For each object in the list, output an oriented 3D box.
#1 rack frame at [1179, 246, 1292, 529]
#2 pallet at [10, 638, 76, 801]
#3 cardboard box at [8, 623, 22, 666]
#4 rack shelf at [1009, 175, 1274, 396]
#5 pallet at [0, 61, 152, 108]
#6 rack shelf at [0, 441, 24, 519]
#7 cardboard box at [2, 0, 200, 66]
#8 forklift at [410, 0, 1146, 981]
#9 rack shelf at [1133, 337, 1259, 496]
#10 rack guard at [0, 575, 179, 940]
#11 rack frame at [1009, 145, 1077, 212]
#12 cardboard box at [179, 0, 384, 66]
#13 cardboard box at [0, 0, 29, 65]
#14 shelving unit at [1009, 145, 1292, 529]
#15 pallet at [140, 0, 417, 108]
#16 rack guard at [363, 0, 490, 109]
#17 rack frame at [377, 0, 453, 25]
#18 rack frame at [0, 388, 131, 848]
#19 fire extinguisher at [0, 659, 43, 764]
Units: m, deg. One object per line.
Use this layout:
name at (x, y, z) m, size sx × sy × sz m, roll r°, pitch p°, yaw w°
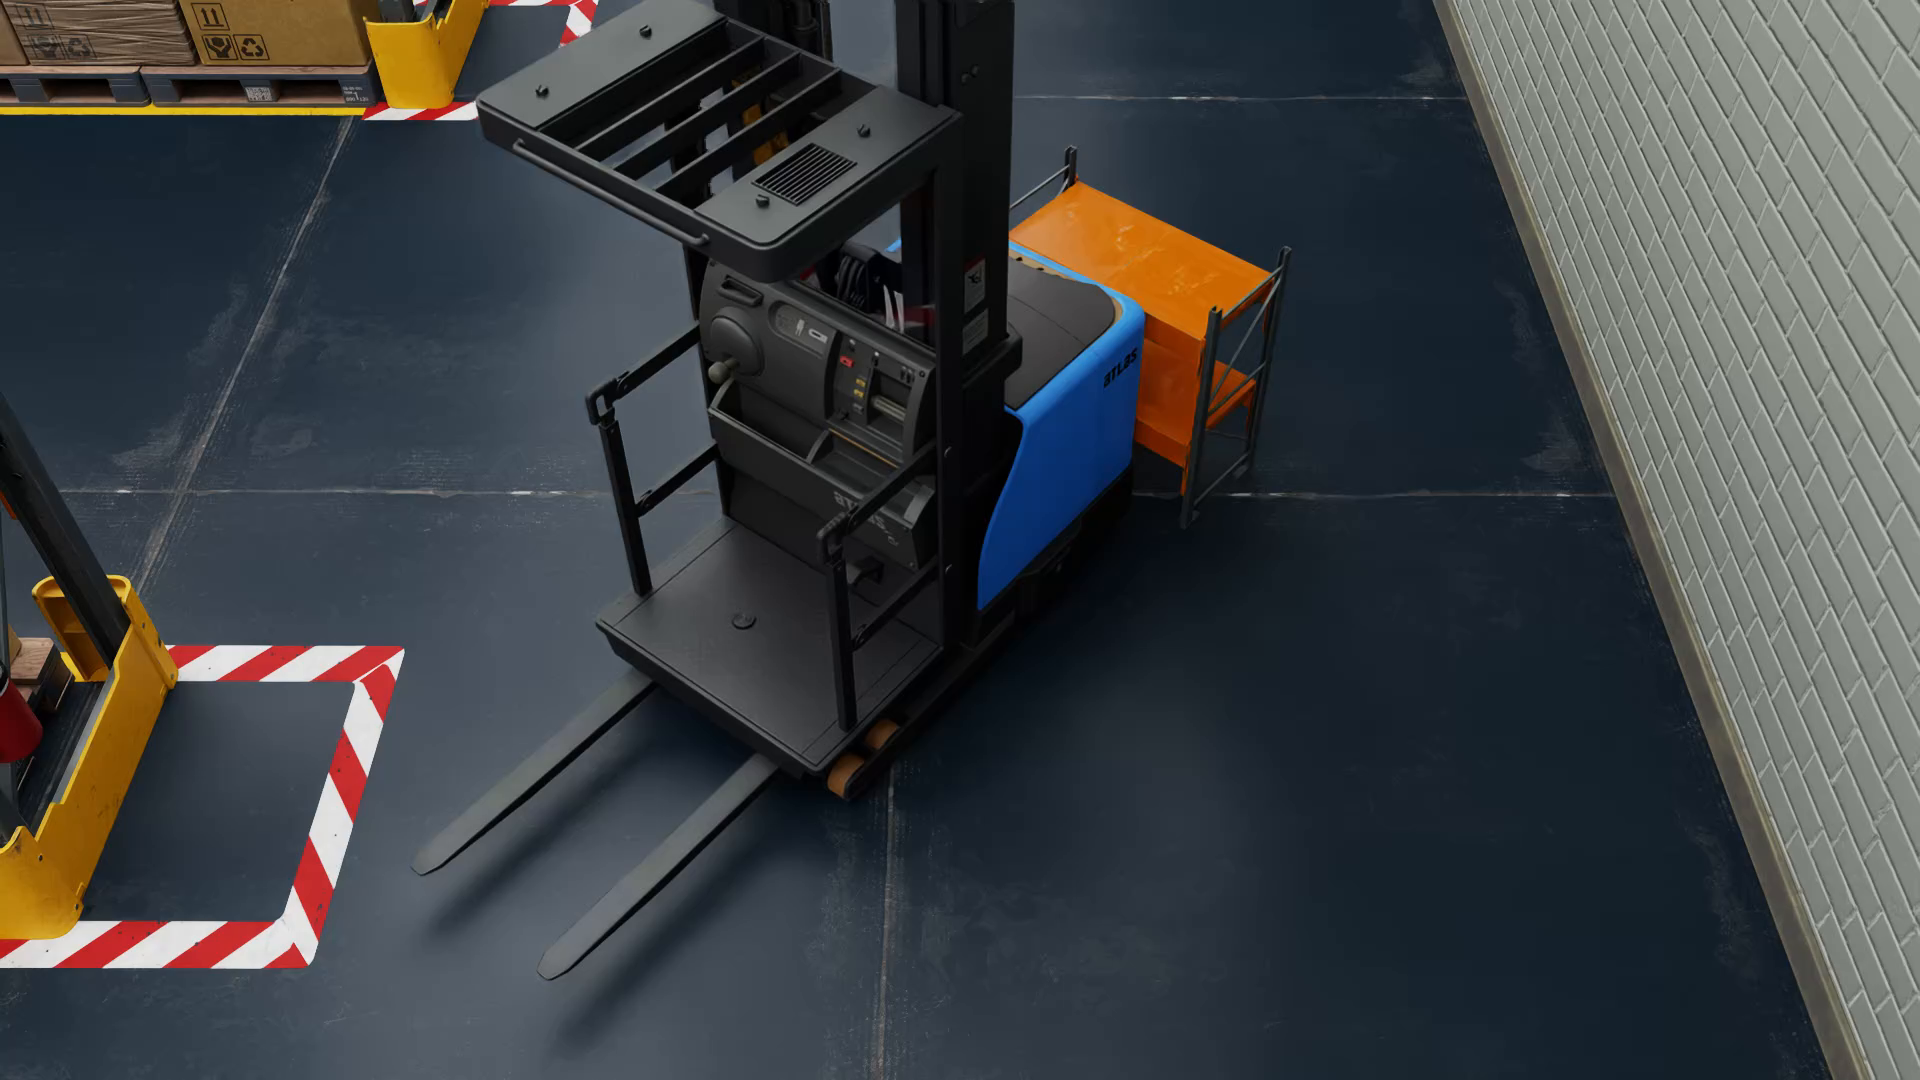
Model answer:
rack frame at (1.071, -0.576, 6.517) m, size 0.032 × 1.125 × 0.500 m, roll 32°, pitch 55°, yaw 26°
pallet at (-3.935, 0.796, 5.865) m, size 1.213 × 0.211 × 1.003 m, roll 0°, pitch 47°, yaw 0°
cardboard box at (-3.569, 0.466, 5.927) m, size 0.250 × 0.149 × 0.380 m, roll 1°, pitch 47°, yaw 1°
rack shelf at (0.684, -1.017, 6.528) m, size 1.000 × 0.278 × 0.538 m, roll 32°, pitch 55°, yaw 26°
pallet at (-4.944, -2.757, 9.172) m, size 1.213 × 0.211 × 1.003 m, roll 0°, pitch 47°, yaw 0°
rack shelf at (-5.046, 0.114, 5.086) m, size 4.000 × 0.370 × 1.077 m, roll 0°, pitch 47°, yaw 0°
cardboard box at (-4.477, -3.121, 8.771) m, size 0.875 × 0.875 × 0.875 m, roll 0°, pitch 47°, yaw 0°
forklift at (-0.607, -0.497, 5.211) m, size 1.130 × 2.935 × 3.031 m, roll 30°, pitch 54°, yaw 25°
rack shelf at (0.684, -0.651, 6.921) m, size 1.000 × 0.278 × 0.538 m, roll 32°, pitch 55°, yaw 26°
rack guard at (-3.122, 0.725, 5.733) m, size 0.348 × 0.500 × 1.175 m, roll 0°, pitch 47°, yaw 0°
rack frame at (0.298, -1.059, 6.967) m, size 0.032 × 1.125 × 0.500 m, roll 32°, pitch 55°, yaw 26°
cardboard box at (-3.567, -3.119, 8.768) m, size 0.875 × 0.875 × 0.875 m, roll 0°, pitch 47°, yaw 0°
cardboard box at (-5.367, -3.124, 8.773) m, size 0.875 × 0.875 × 0.875 m, roll 0°, pitch 47°, yaw 0°
shelving unit at (0.684, -0.817, 6.742) m, size 1.048 × 1.125 × 0.538 m, roll 32°, pitch 55°, yaw 26°
pallet at (-3.727, -2.751, 9.167) m, size 1.213 × 0.211 × 1.003 m, roll 0°, pitch 47°, yaw 0°
rack guard at (-2.903, -2.905, 9.112) m, size 0.348 × 0.500 × 1.175 m, roll 0°, pitch 47°, yaw 0°
rack frame at (-2.927, -3.756, 8.197) m, size 0.127 × 3.000 × 1.000 m, roll 0°, pitch 47°, yaw 0°
rack frame at (-3.046, -0.126, 4.818) m, size 0.127 × 3.000 × 1.000 m, roll 0°, pitch 47°, yaw 0°
fire extinguisher at (-2.796, 0.366, 4.668) m, size 0.183 × 0.674 × 0.296 m, roll 0°, pitch 47°, yaw 0°
